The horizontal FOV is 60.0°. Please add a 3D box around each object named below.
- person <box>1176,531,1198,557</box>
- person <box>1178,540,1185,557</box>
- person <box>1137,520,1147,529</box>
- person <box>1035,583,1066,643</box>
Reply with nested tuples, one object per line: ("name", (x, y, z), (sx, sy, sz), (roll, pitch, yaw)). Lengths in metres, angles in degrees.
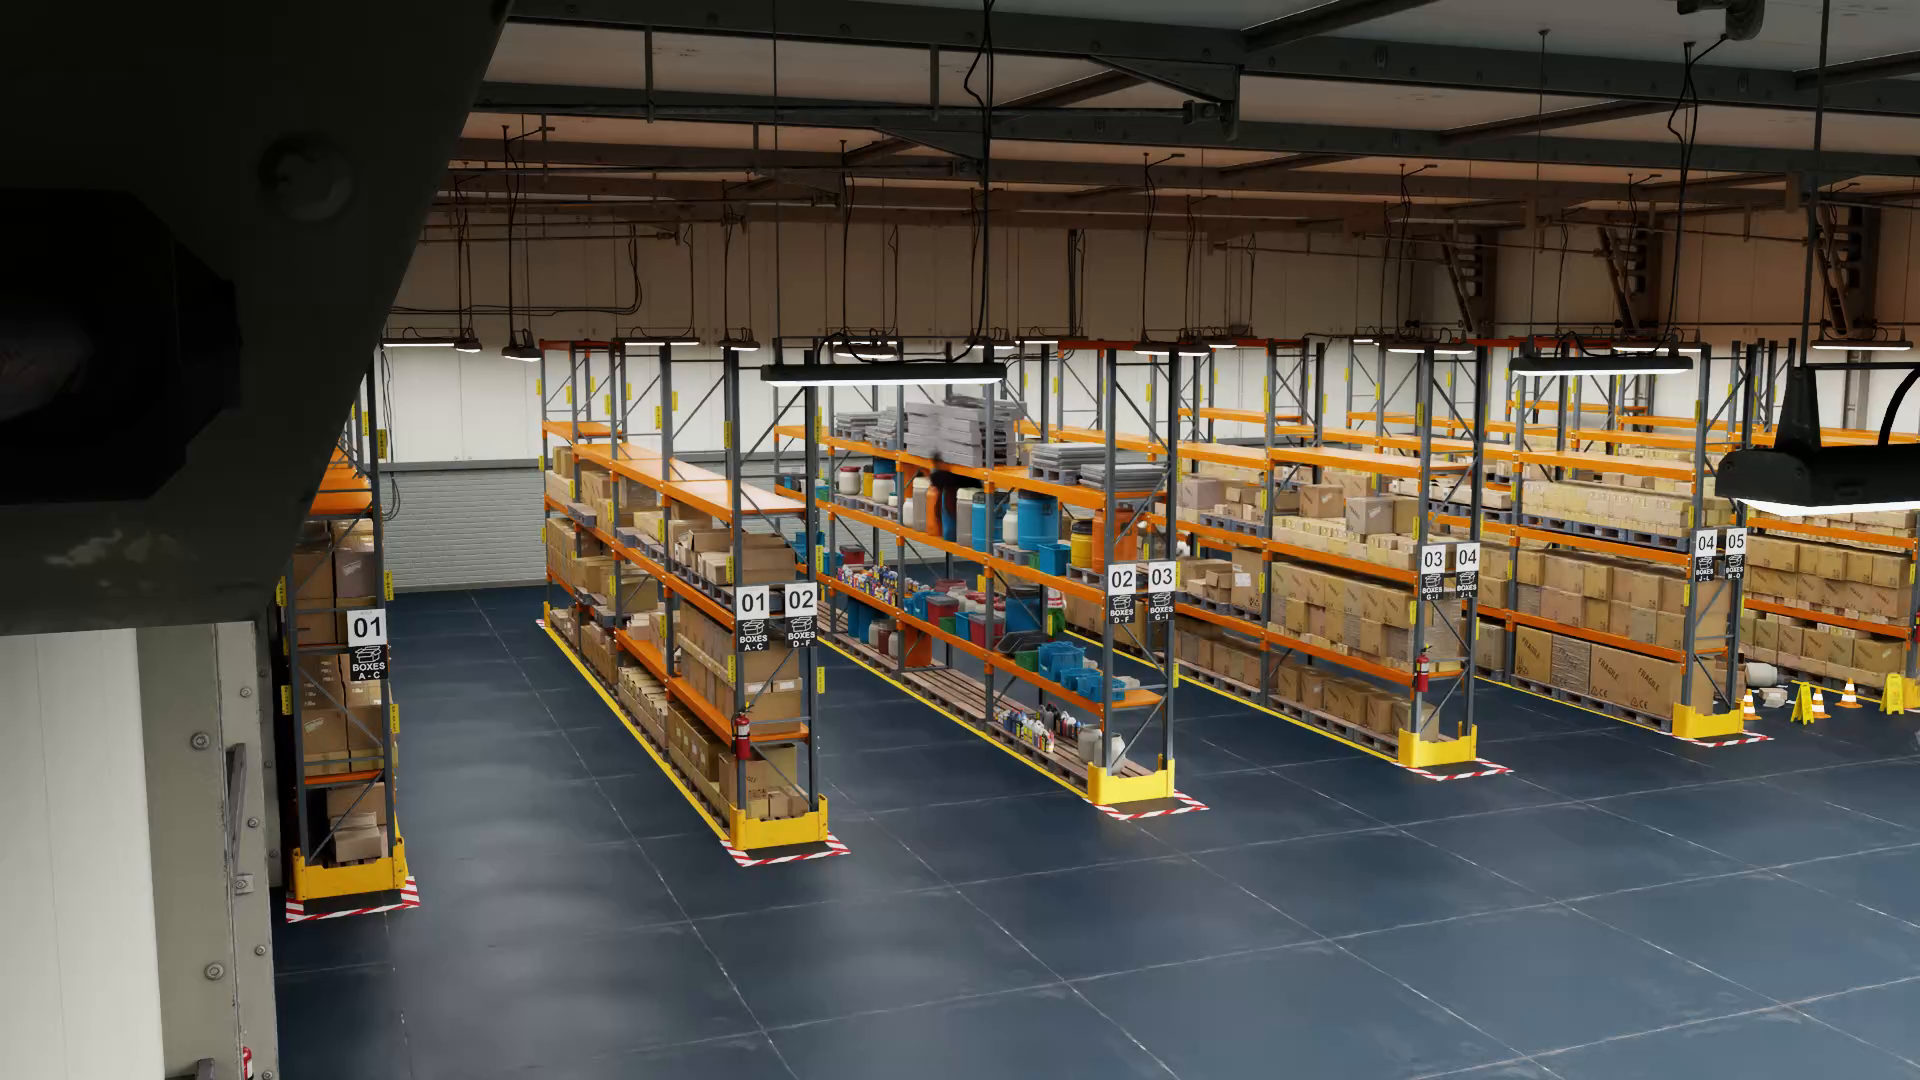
("person", (5.063, 0.638, 37.167), (0.725, 1.755, 0.974), (-2, 8, -17))
("person", (5.393, 0.057, 41.501), (0.858, 1.760, 0.719), (0, 7, -2))
("person", (4.329, 0.142, 40.965), (0.701, 1.731, 0.982), (6, 9, 37))
("person", (1.644, 1.237, 30.430), (0.688, 1.748, 0.664), (-4, 9, -29))
